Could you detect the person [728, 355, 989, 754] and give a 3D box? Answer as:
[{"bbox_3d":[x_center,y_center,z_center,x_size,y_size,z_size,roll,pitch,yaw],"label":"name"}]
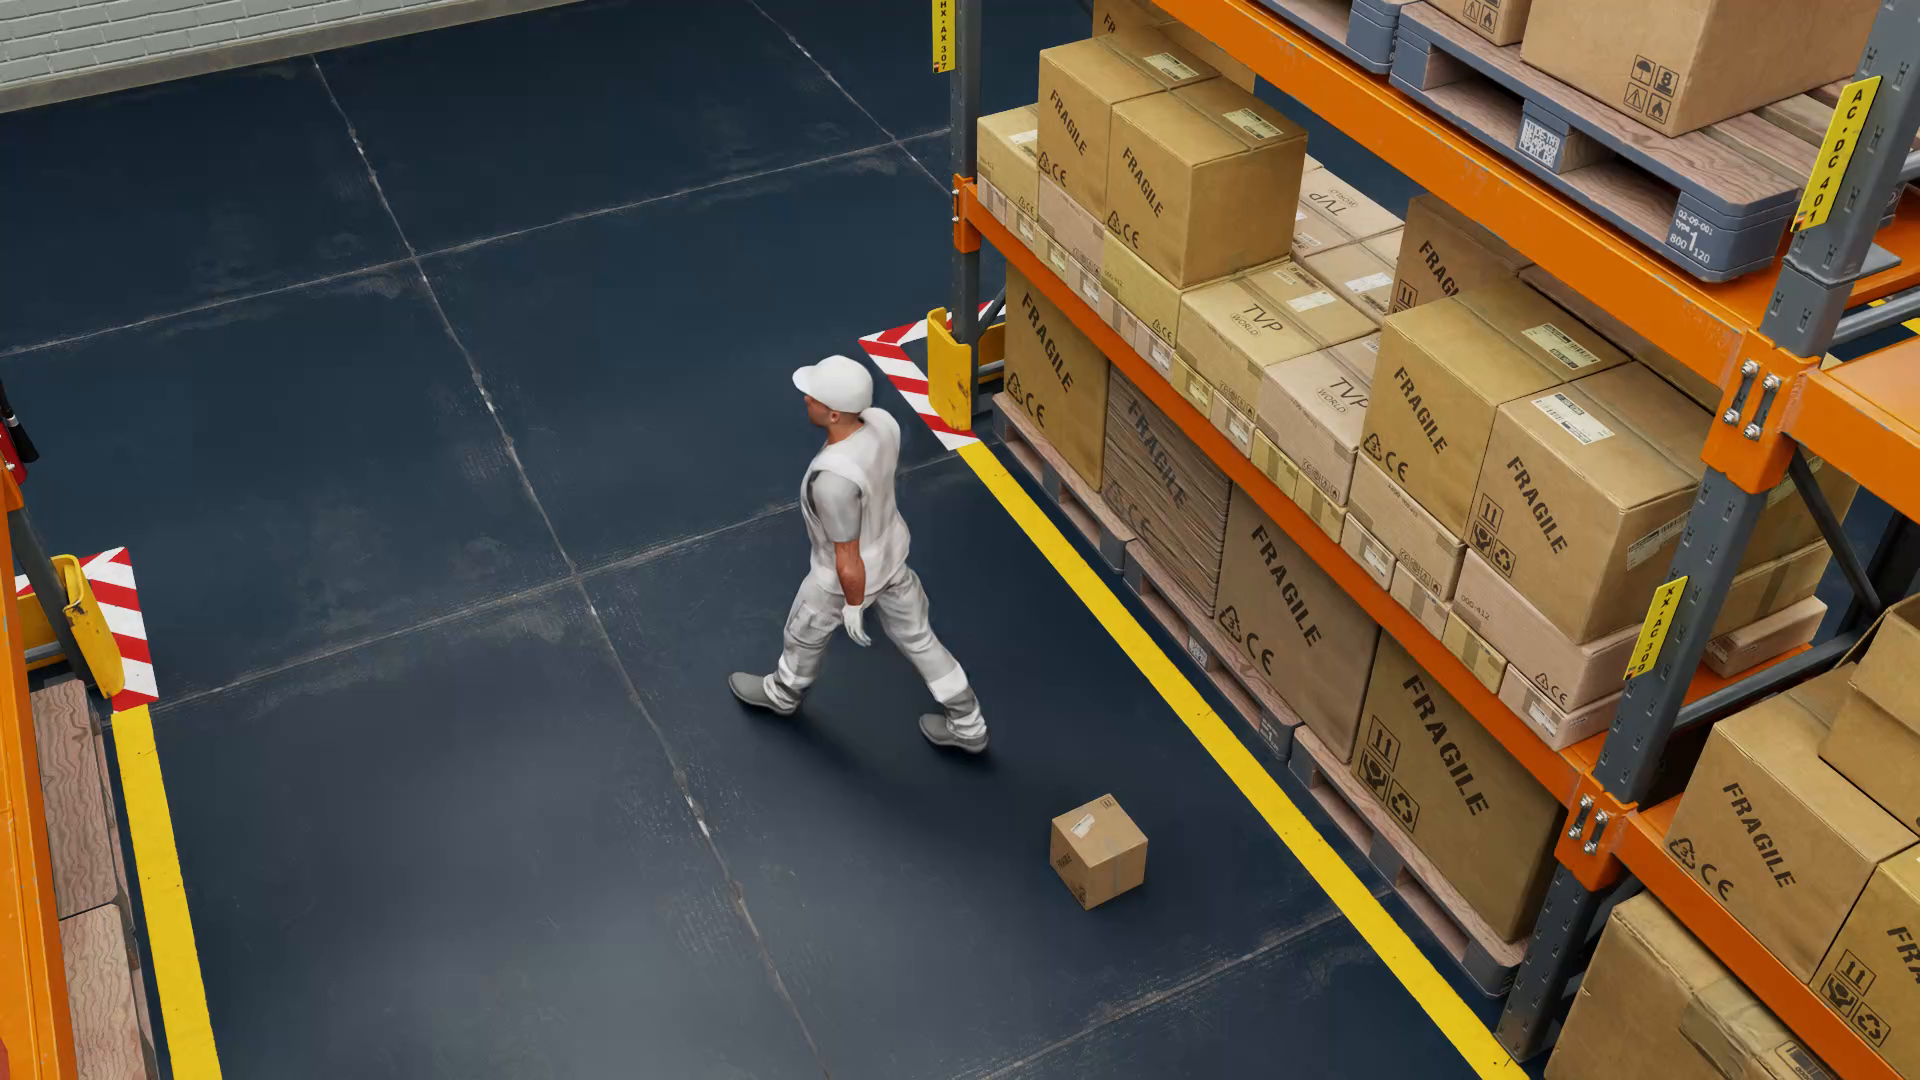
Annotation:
[{"bbox_3d":[-0.397,0.066,6.078,1.087,1.739,0.521,19,45,21],"label":"person"}]
